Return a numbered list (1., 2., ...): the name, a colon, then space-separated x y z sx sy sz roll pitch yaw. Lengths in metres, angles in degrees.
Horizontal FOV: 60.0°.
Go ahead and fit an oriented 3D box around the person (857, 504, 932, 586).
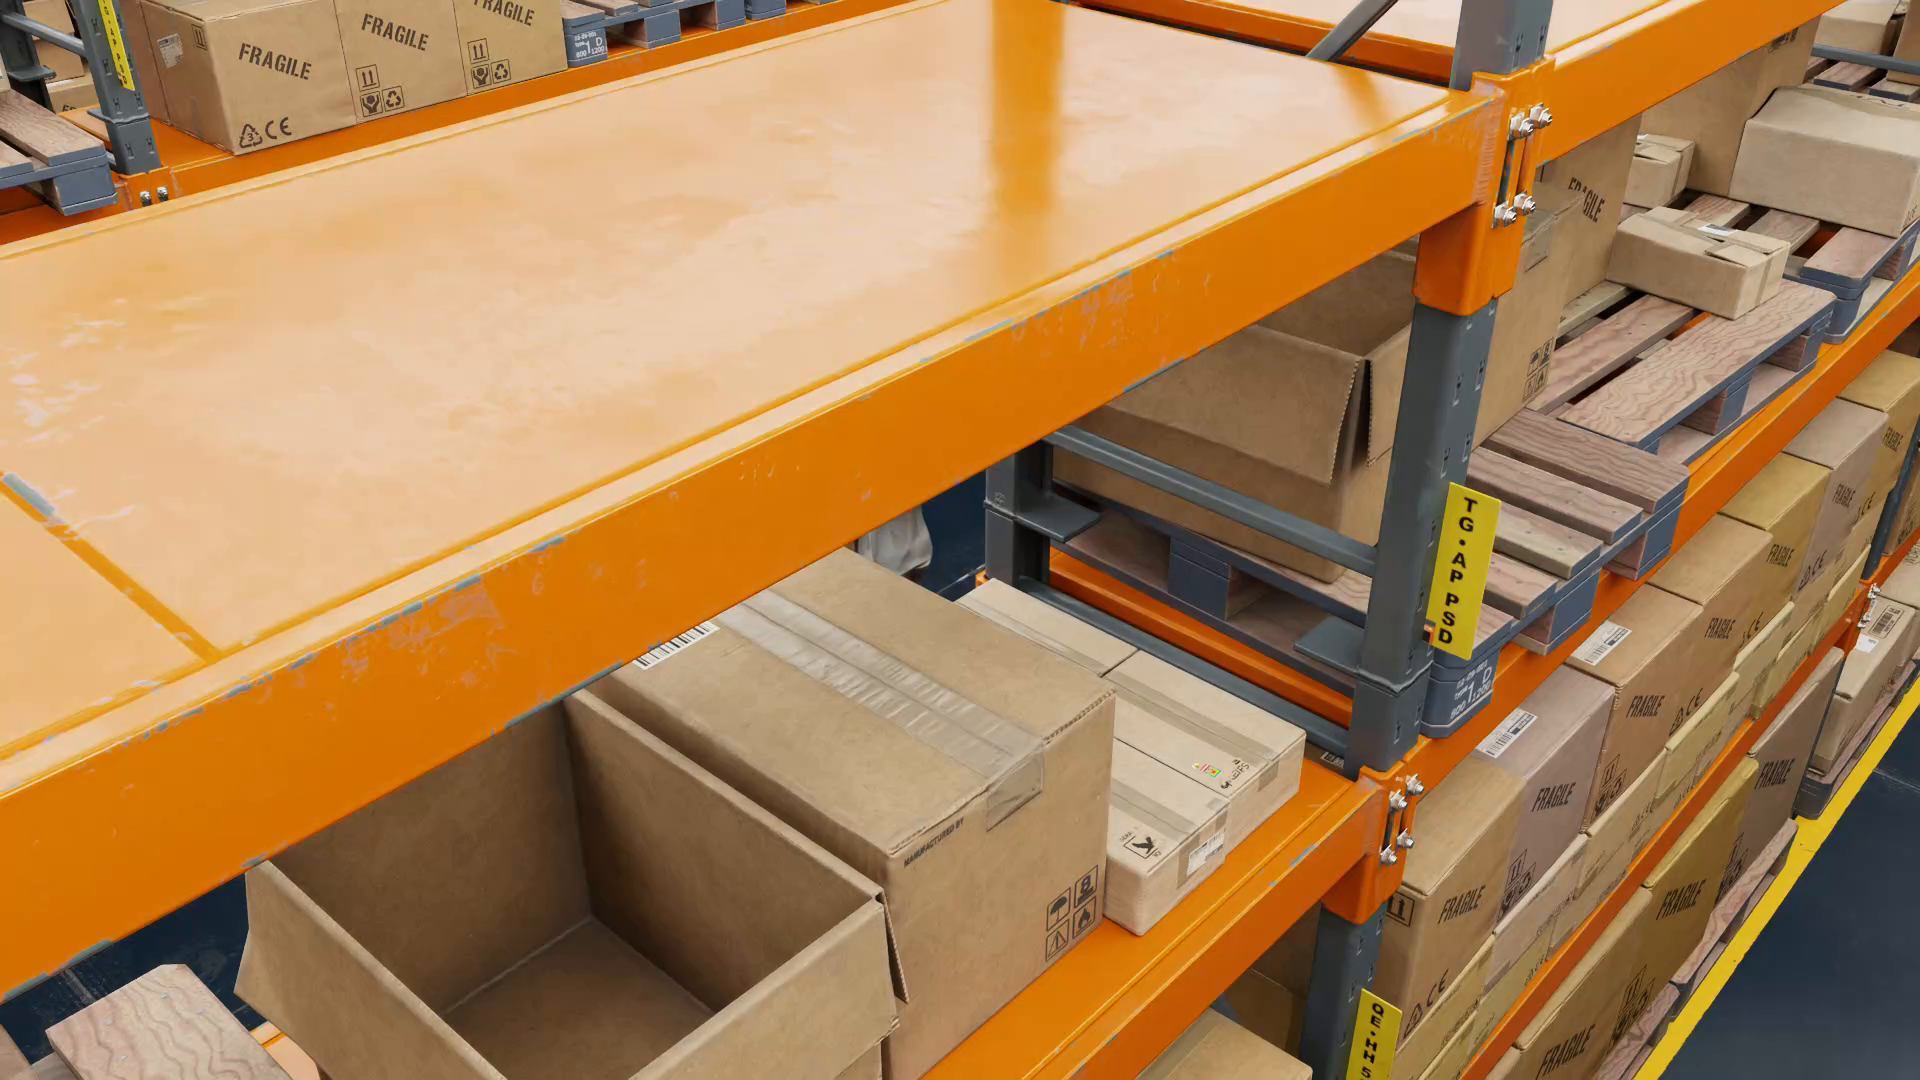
1. person: -0.364 0.064 7.546 0.496 1.597 0.397 26 40 35
